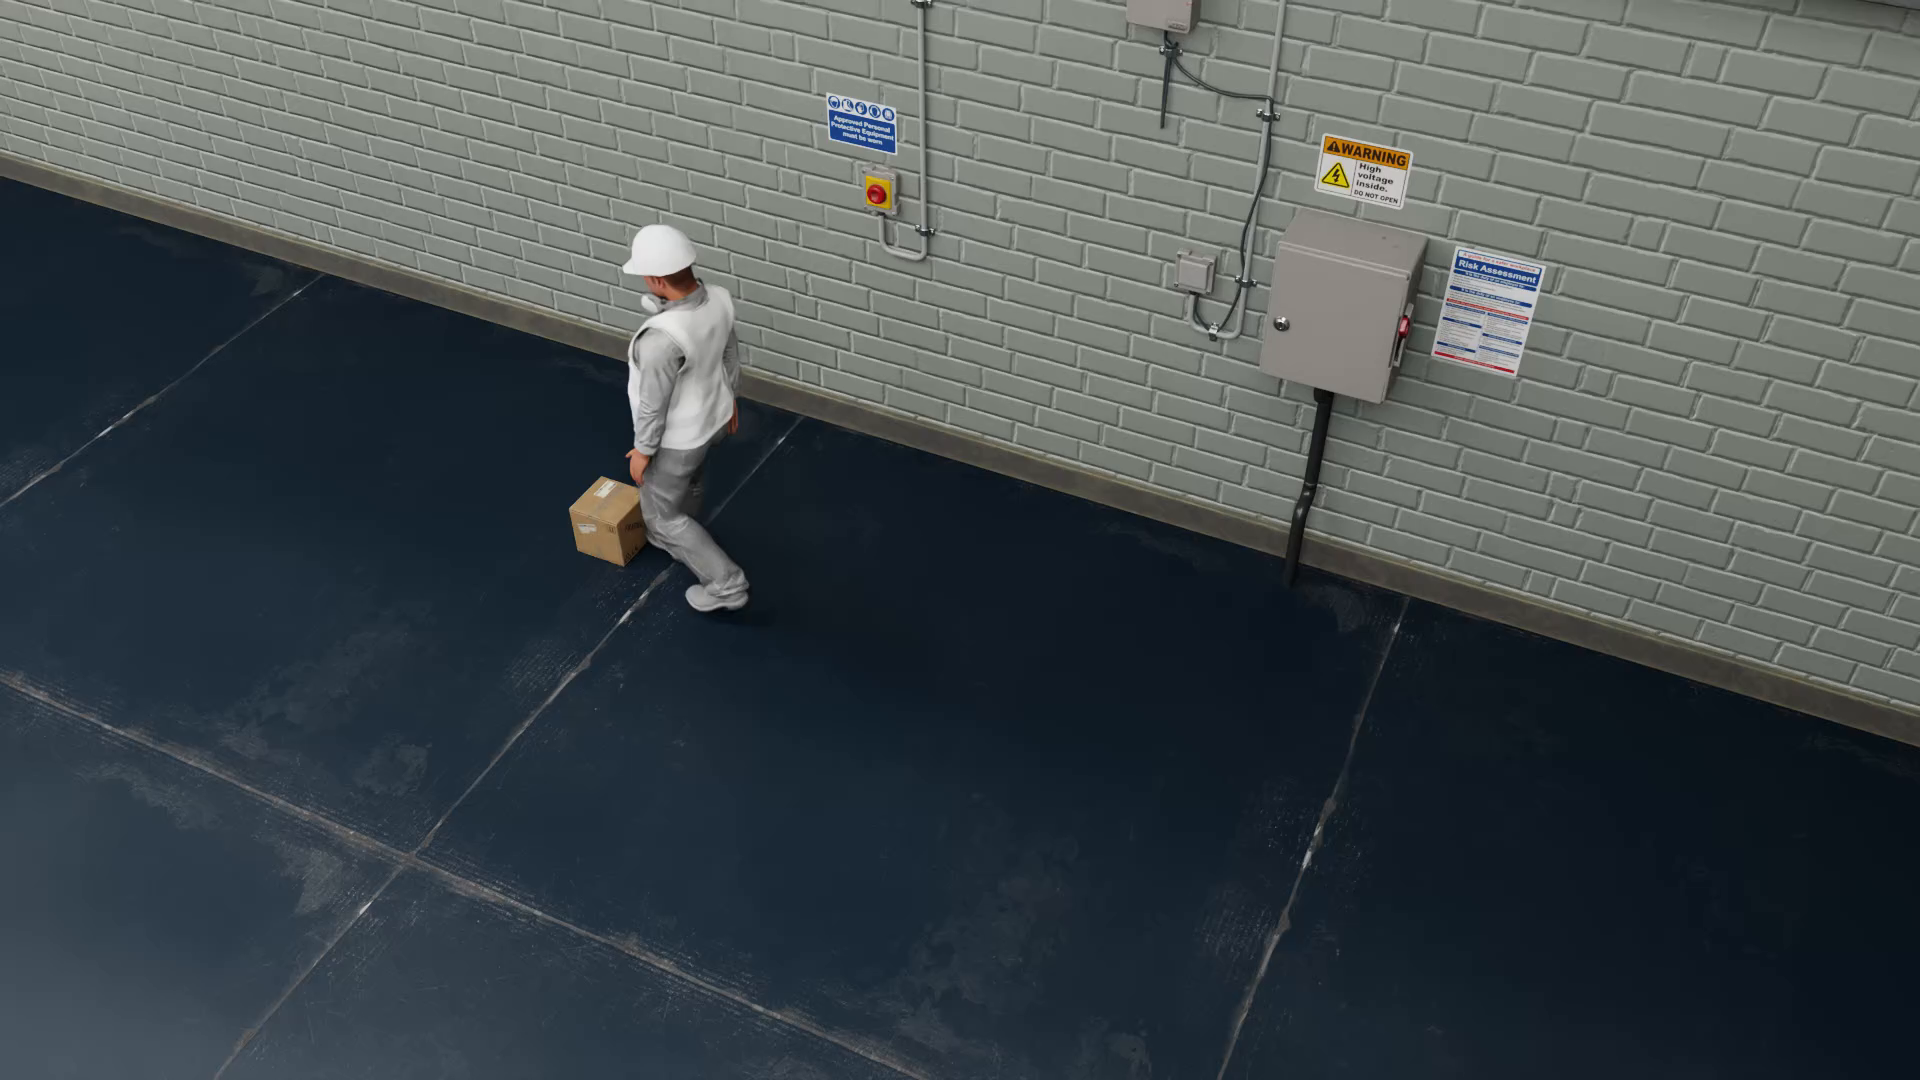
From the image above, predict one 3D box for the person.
[{"bbox_3d":[-1.152,-0.486,6.671,0.736,1.757,0.573,18,45,20],"label":"person"}]
